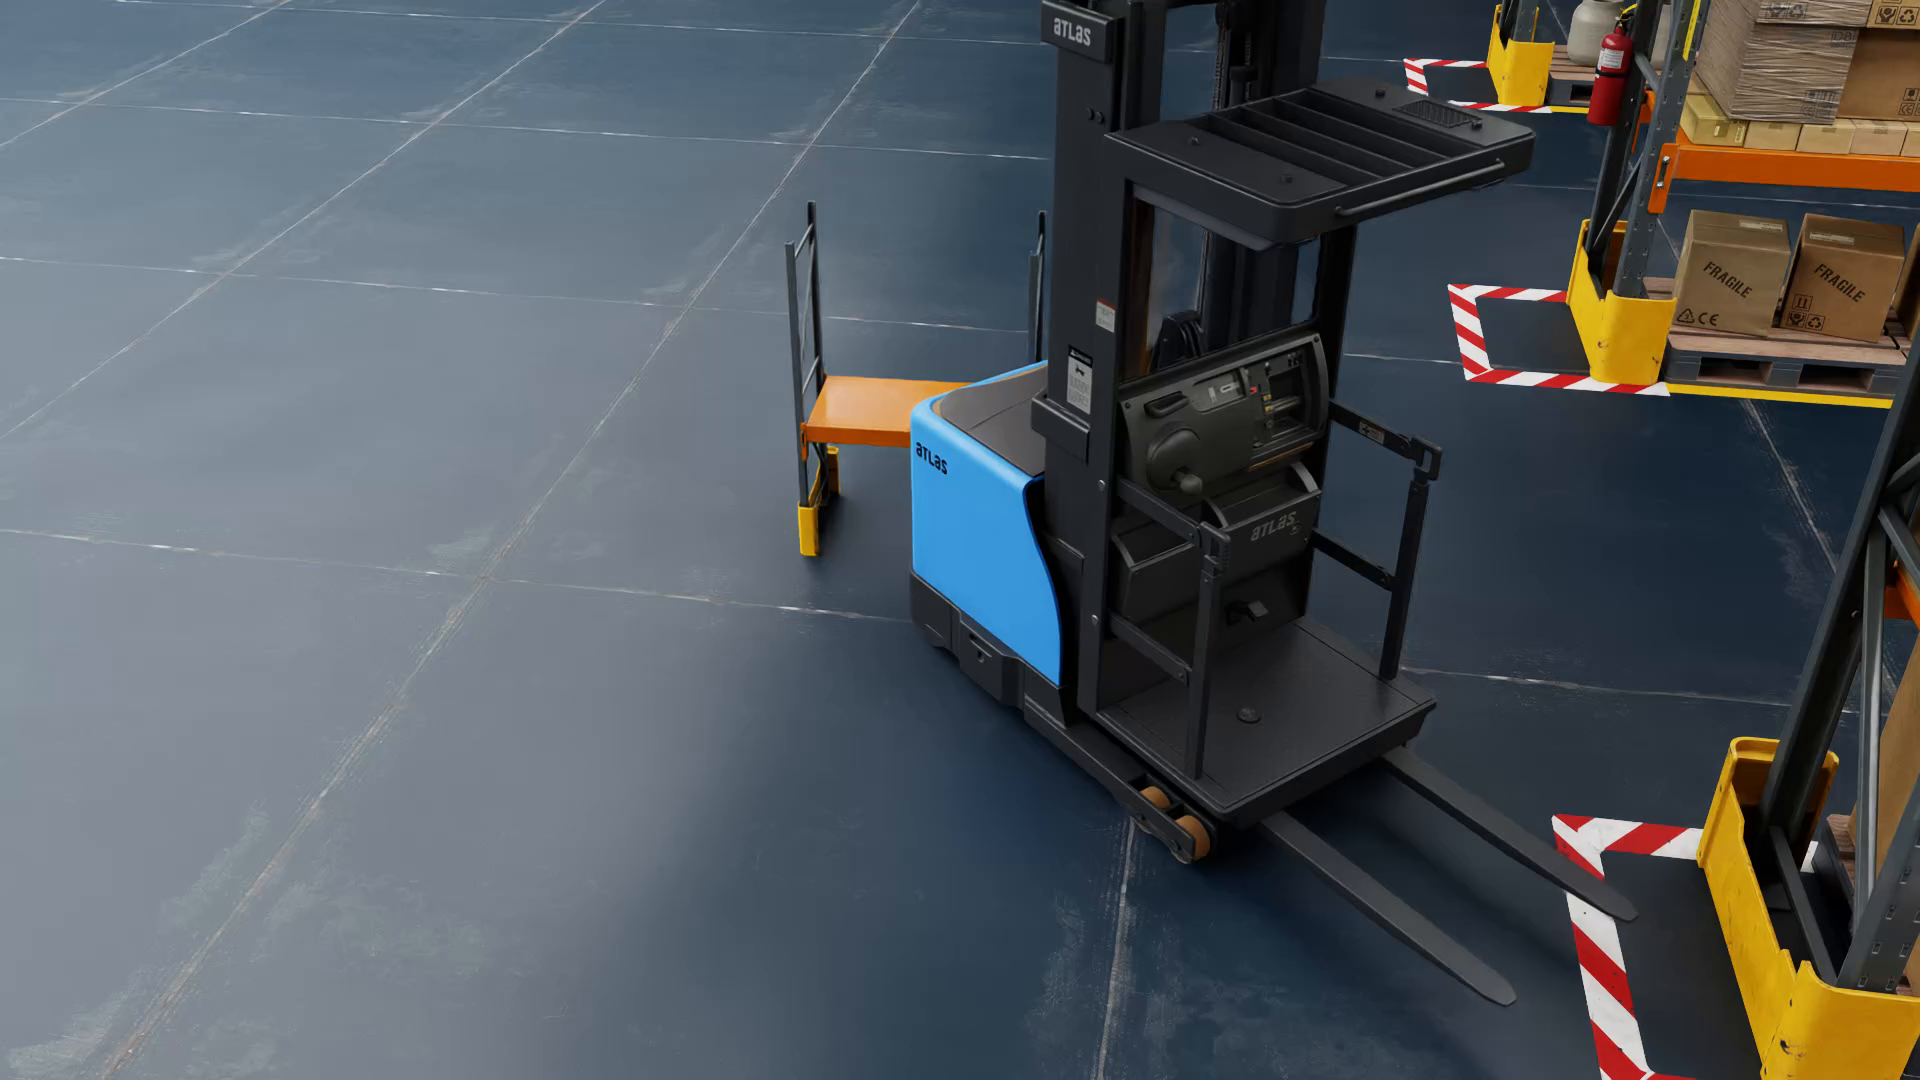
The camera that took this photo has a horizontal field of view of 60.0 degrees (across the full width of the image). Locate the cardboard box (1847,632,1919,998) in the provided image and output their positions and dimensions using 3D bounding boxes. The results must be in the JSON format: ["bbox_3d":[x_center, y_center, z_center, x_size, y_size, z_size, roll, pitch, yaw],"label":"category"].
[{"bbox_3d":[3.418,0.897,5.097,0.875,0.875,0.875,5,32,8],"label":"cardboard box"}]

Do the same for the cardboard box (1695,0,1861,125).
[{"bbox_3d":[4.210,-2.542,8.609,0.500,0.500,0.875,5,32,8],"label":"cardboard box"}]

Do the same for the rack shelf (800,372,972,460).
[{"bbox_3d":[-0.176,-0.537,7.533,1.000,0.185,0.538,4,32,6],"label":"rack shelf"}]

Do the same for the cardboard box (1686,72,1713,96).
[{"bbox_3d":[3.988,-2.413,9.015,0.250,0.149,0.380,5,32,8],"label":"cardboard box"}]

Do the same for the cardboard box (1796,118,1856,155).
[{"bbox_3d":[4.400,-2.118,8.543,0.250,0.149,0.380,5,32,8],"label":"cardboard box"}]

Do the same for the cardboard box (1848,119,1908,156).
[{"bbox_3d":[4.650,-2.106,8.525,0.250,0.149,0.380,5,32,8],"label":"cardboard box"}]

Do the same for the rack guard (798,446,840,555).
[{"bbox_3d":[-0.661,-0.191,7.820,0.087,0.250,0.587,4,32,6],"label":"rack guard"}]

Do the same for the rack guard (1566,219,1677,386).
[{"bbox_3d":[3.747,-1.371,9.469,0.348,0.500,1.175,5,32,8],"label":"rack guard"}]

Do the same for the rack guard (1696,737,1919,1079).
[{"bbox_3d":[2.714,1.206,5.353,0.348,0.500,1.175,5,32,8],"label":"rack guard"}]

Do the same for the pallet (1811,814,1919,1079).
[{"bbox_3d":[3.539,1.361,5.377,1.213,0.211,1.003,5,32,8],"label":"pallet"}]

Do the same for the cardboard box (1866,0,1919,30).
[{"bbox_3d":[4.660,-2.789,8.062,0.500,0.500,0.500,5,32,8],"label":"cardboard box"}]

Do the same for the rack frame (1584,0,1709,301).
[{"bbox_3d":[3.672,-2.437,8.816,0.127,3.000,1.000,5,32,8],"label":"rack frame"}]

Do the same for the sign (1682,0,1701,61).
[{"bbox_3d":[3.581,-2.520,8.133,0.005,0.325,0.100,5,32,8],"label":"sign"}]

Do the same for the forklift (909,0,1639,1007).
[{"bbox_3d":[1.052,-0.388,5.608,1.130,2.935,3.031,-21,38,-30],"label":"forklift"}]

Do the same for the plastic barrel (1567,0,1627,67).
[{"bbox_3d":[5.167,-4.132,13.473,0.421,0.512,0.421,0,32,0],"label":"plastic barrel"}]

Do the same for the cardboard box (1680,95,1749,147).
[{"bbox_3d":[3.913,-2.180,8.643,0.250,0.149,0.380,5,32,8],"label":"cardboard box"}]

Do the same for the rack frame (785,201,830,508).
[{"bbox_3d":[-0.680,-0.722,7.490,0.032,1.500,0.500,4,32,6],"label":"rack frame"}]

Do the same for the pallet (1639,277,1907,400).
[{"bbox_3d":[4.542,-1.157,9.400,1.213,0.211,1.003,5,32,8],"label":"pallet"}]

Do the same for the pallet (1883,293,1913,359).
[{"bbox_3d":[5.741,-1.047,9.224,1.213,0.211,1.003,5,32,8],"label":"pallet"}]

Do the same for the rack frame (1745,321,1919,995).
[{"bbox_3d":[2.738,0.148,4.686,0.127,3.000,1.000,5,32,8],"label":"rack frame"}]

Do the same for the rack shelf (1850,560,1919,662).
[{"bbox_3d":[4.710,0.632,4.592,4.000,0.370,1.077,5,32,8],"label":"rack shelf"}]

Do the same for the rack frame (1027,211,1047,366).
[{"bbox_3d":[0.329,-0.656,7.385,0.032,1.500,0.500,4,32,6],"label":"rack frame"}]

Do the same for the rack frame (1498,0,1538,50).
[{"bbox_3d":[4.505,-5.027,12.955,0.127,3.000,1.000,5,32,8],"label":"rack frame"}]

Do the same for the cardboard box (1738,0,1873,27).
[{"bbox_3d":[4.168,-2.838,8.139,0.500,0.500,0.500,5,32,8],"label":"cardboard box"}]

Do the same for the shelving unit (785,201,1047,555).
[{"bbox_3d":[-0.167,-0.689,7.436,1.083,1.500,0.587,4,32,6],"label":"shelving unit"}]

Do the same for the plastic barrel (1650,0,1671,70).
[{"bbox_3d":[5.661,-4.087,13.402,0.421,0.512,0.421,0,32,0],"label":"plastic barrel"}]

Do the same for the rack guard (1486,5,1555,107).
[{"bbox_3d":[4.588,-3.986,13.646,0.348,0.500,1.175,5,32,8],"label":"rack guard"}]

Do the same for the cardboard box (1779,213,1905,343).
[{"bbox_3d":[4.880,-1.455,9.208,0.500,0.500,0.500,14,35,21],"label":"cardboard box"}]

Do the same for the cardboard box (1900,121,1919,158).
[{"bbox_3d":[4.895,-2.080,8.483,0.250,0.149,0.380,5,32,8],"label":"cardboard box"}]

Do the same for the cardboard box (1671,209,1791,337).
[{"bbox_3d":[4.285,-1.491,9.265,0.500,0.500,0.500,11,34,17],"label":"cardboard box"}]

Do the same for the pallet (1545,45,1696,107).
[{"bbox_3d":[5.388,-3.788,13.603,1.213,0.211,1.003,5,32,8],"label":"pallet"}]

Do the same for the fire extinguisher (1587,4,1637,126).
[{"bbox_3d":[3.637,-2.655,9.238,0.183,0.674,0.296,5,32,8],"label":"fire extinguisher"}]

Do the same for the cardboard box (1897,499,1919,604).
[{"bbox_3d":[3.111,0.094,4.631,0.550,0.550,0.875,5,32,8],"label":"cardboard box"}]

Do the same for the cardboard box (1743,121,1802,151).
[{"bbox_3d":[4.156,-2.148,8.591,0.250,0.149,0.380,5,32,8],"label":"cardboard box"}]

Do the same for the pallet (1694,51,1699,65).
[{"bbox_3d":[6.587,-3.678,13.427,1.213,0.211,1.003,5,32,8],"label":"pallet"}]

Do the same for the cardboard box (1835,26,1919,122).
[{"bbox_3d":[4.723,-2.560,8.638,0.500,0.500,0.875,5,32,8],"label":"cardboard box"}]

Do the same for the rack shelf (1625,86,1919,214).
[{"bbox_3d":[5.644,-1.953,8.722,4.000,0.370,1.077,5,32,8],"label":"rack shelf"}]

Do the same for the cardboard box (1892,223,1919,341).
[{"bbox_3d":[5.494,-1.390,9.103,0.500,0.500,0.500,8,33,13],"label":"cardboard box"}]
